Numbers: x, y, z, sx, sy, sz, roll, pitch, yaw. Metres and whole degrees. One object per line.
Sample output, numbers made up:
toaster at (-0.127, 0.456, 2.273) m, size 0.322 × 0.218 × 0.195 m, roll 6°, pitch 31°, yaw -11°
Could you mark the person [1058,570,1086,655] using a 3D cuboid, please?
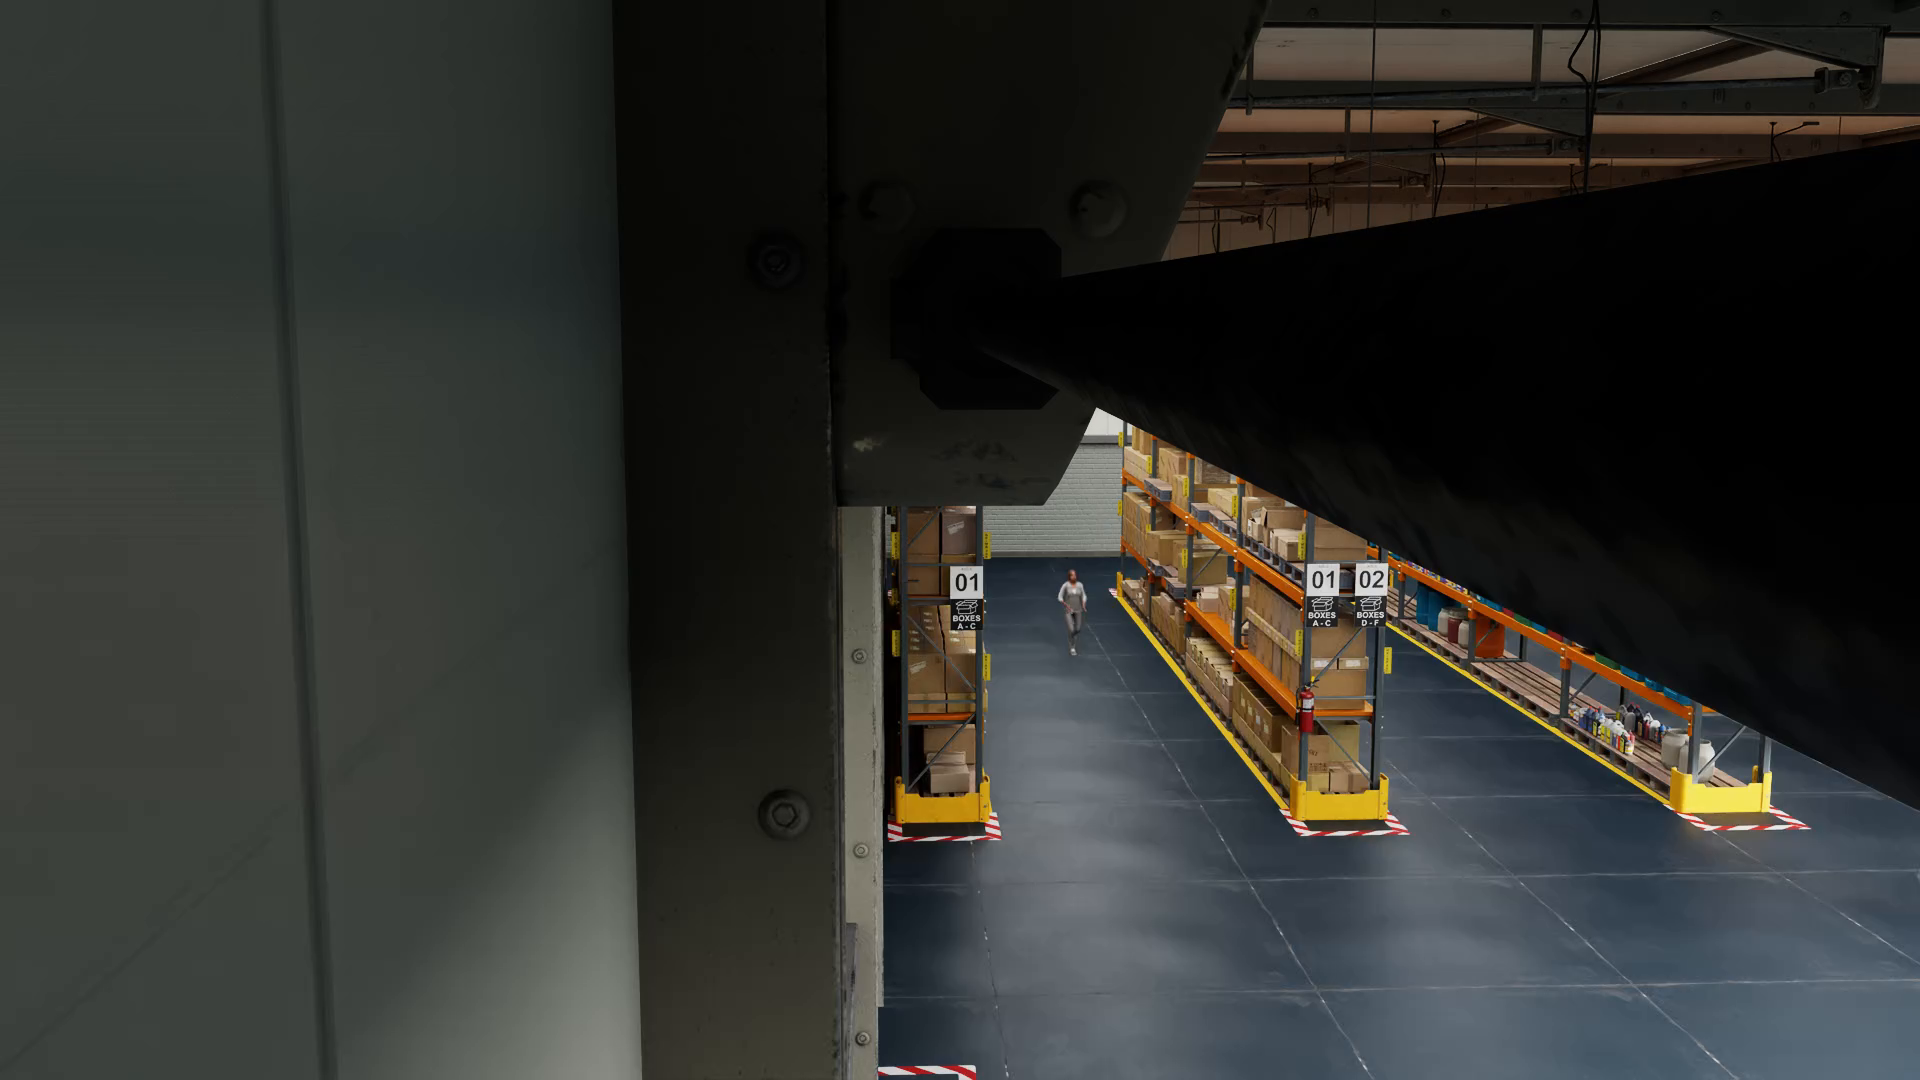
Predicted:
person at (2.053, 1.310, 30.394) m, size 0.541 × 1.560 × 0.549 m, roll -1°, pitch 8°, yaw -8°
